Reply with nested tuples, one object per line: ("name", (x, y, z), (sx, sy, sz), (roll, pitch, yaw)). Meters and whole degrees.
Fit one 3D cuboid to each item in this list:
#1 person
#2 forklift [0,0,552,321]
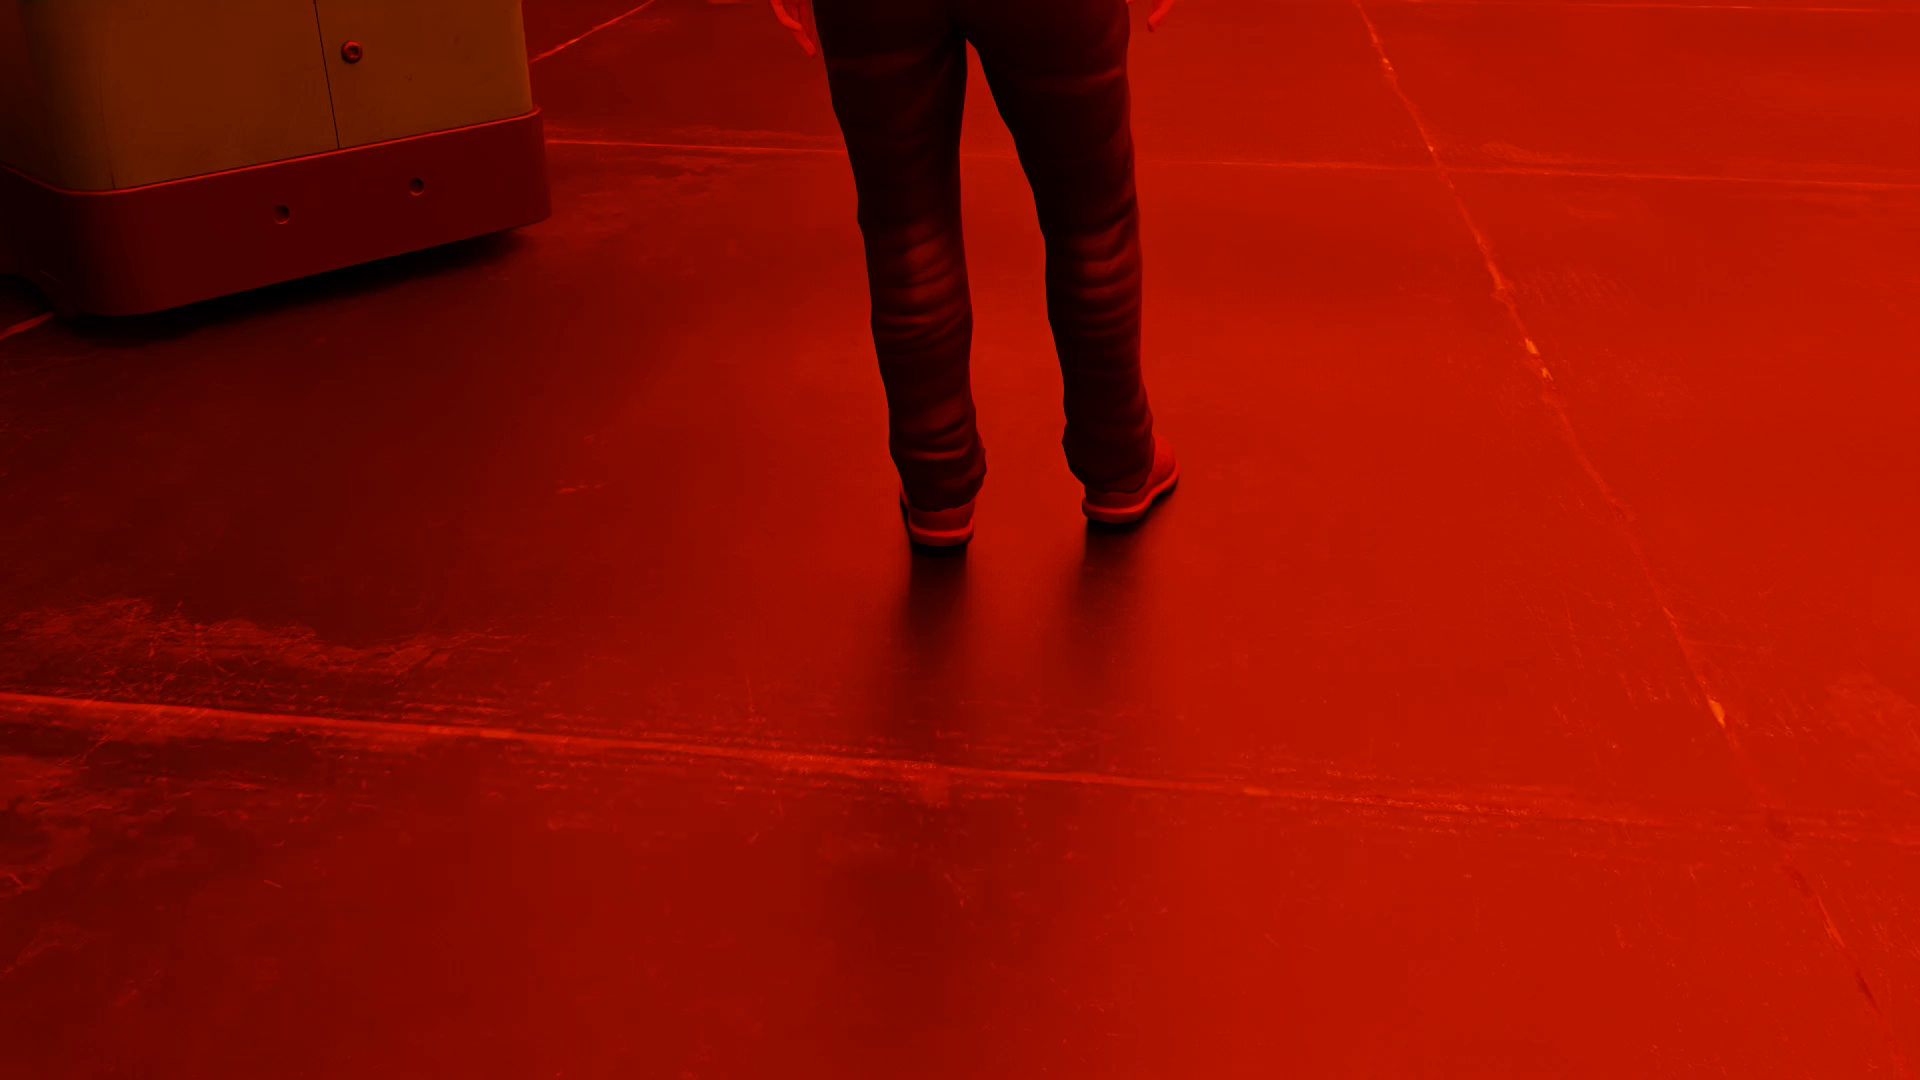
("person", (0.035, -0.782, 2.207), (0.598, 1.651, 0.502), (3, 27, 7))
("forklift", (-2.360, -2.292, 3.812), (3.031, 2.935, 1.130), (23, 34, 38))
